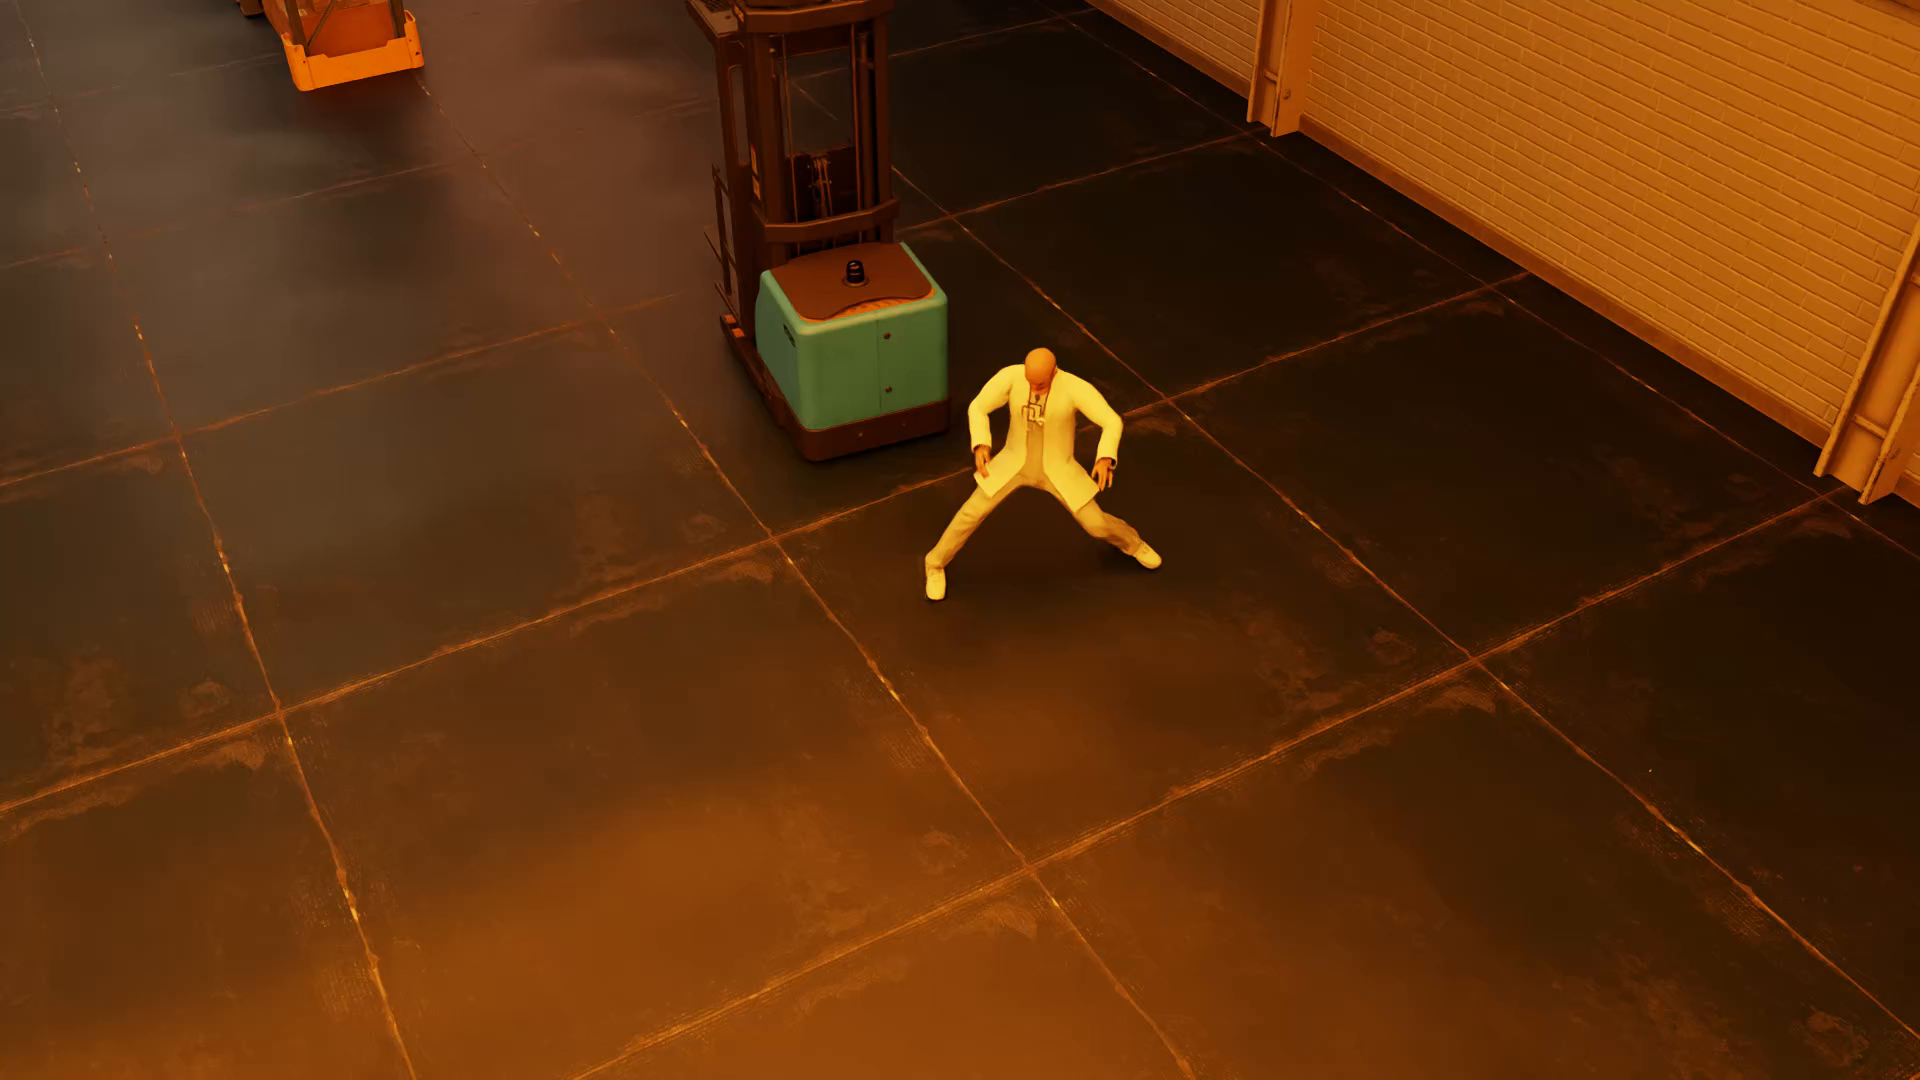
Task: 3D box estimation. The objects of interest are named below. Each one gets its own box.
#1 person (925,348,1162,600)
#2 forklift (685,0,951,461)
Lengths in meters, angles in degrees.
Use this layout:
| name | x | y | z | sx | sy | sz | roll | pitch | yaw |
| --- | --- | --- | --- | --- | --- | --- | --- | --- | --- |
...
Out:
| name | x | y | z | sx | sy | sz | roll | pitch | yaw |
| --- | --- | --- | --- | --- | --- | --- | --- | --- | --- |
| person | 0.488 | -0.381 | 9.567 | 1.364 | 1.562 | 0.888 | 12 | 41 | 14 |
| forklift | -1.098 | -2.586 | 11.154 | 1.130 | 2.935 | 3.031 | -15 | 42 | -17 |
